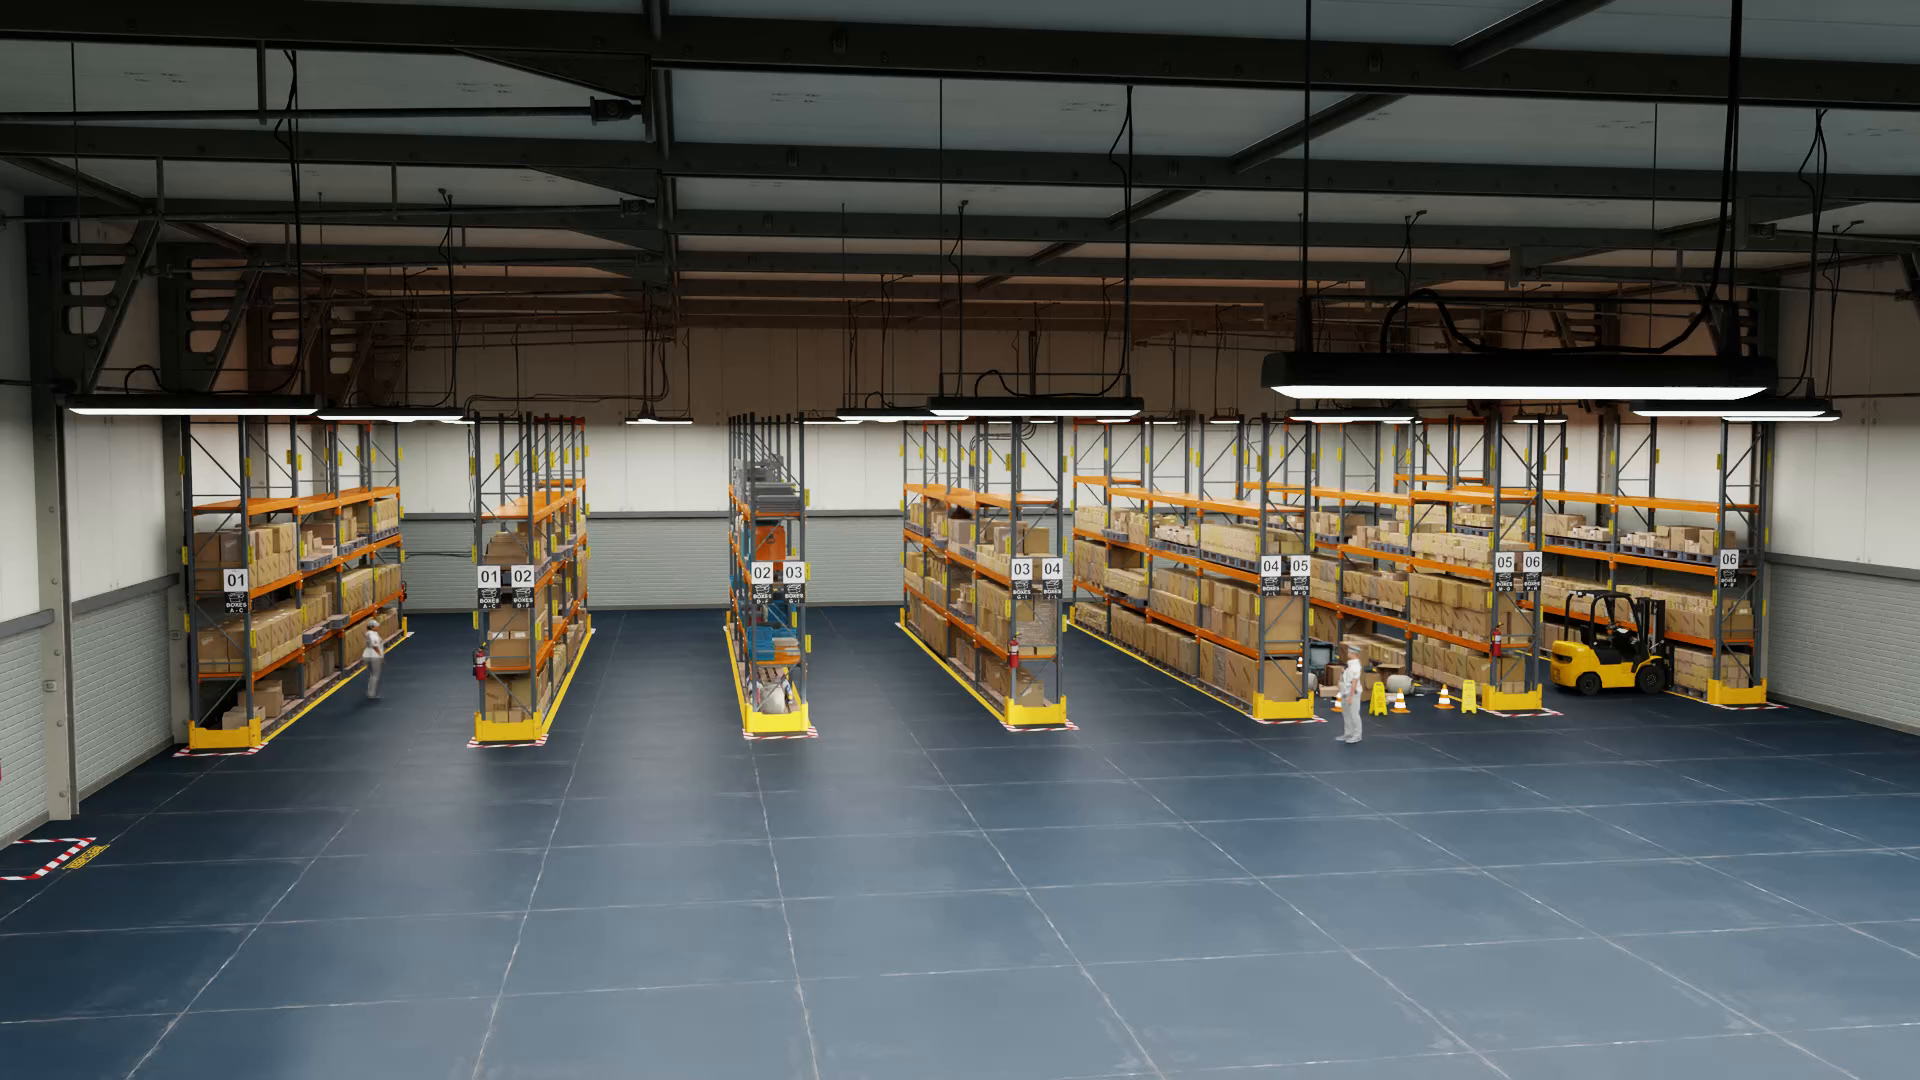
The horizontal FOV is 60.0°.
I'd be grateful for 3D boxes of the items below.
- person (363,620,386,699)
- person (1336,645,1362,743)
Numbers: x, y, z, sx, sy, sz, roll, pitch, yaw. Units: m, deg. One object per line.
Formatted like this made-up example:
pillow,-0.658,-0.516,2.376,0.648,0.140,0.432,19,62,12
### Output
person,-12.307,2.519,34.997,0.511,1.700,0.466,2,4,28
person,7.071,2.788,30.264,0.444,1.779,0.634,-1,4,-17
